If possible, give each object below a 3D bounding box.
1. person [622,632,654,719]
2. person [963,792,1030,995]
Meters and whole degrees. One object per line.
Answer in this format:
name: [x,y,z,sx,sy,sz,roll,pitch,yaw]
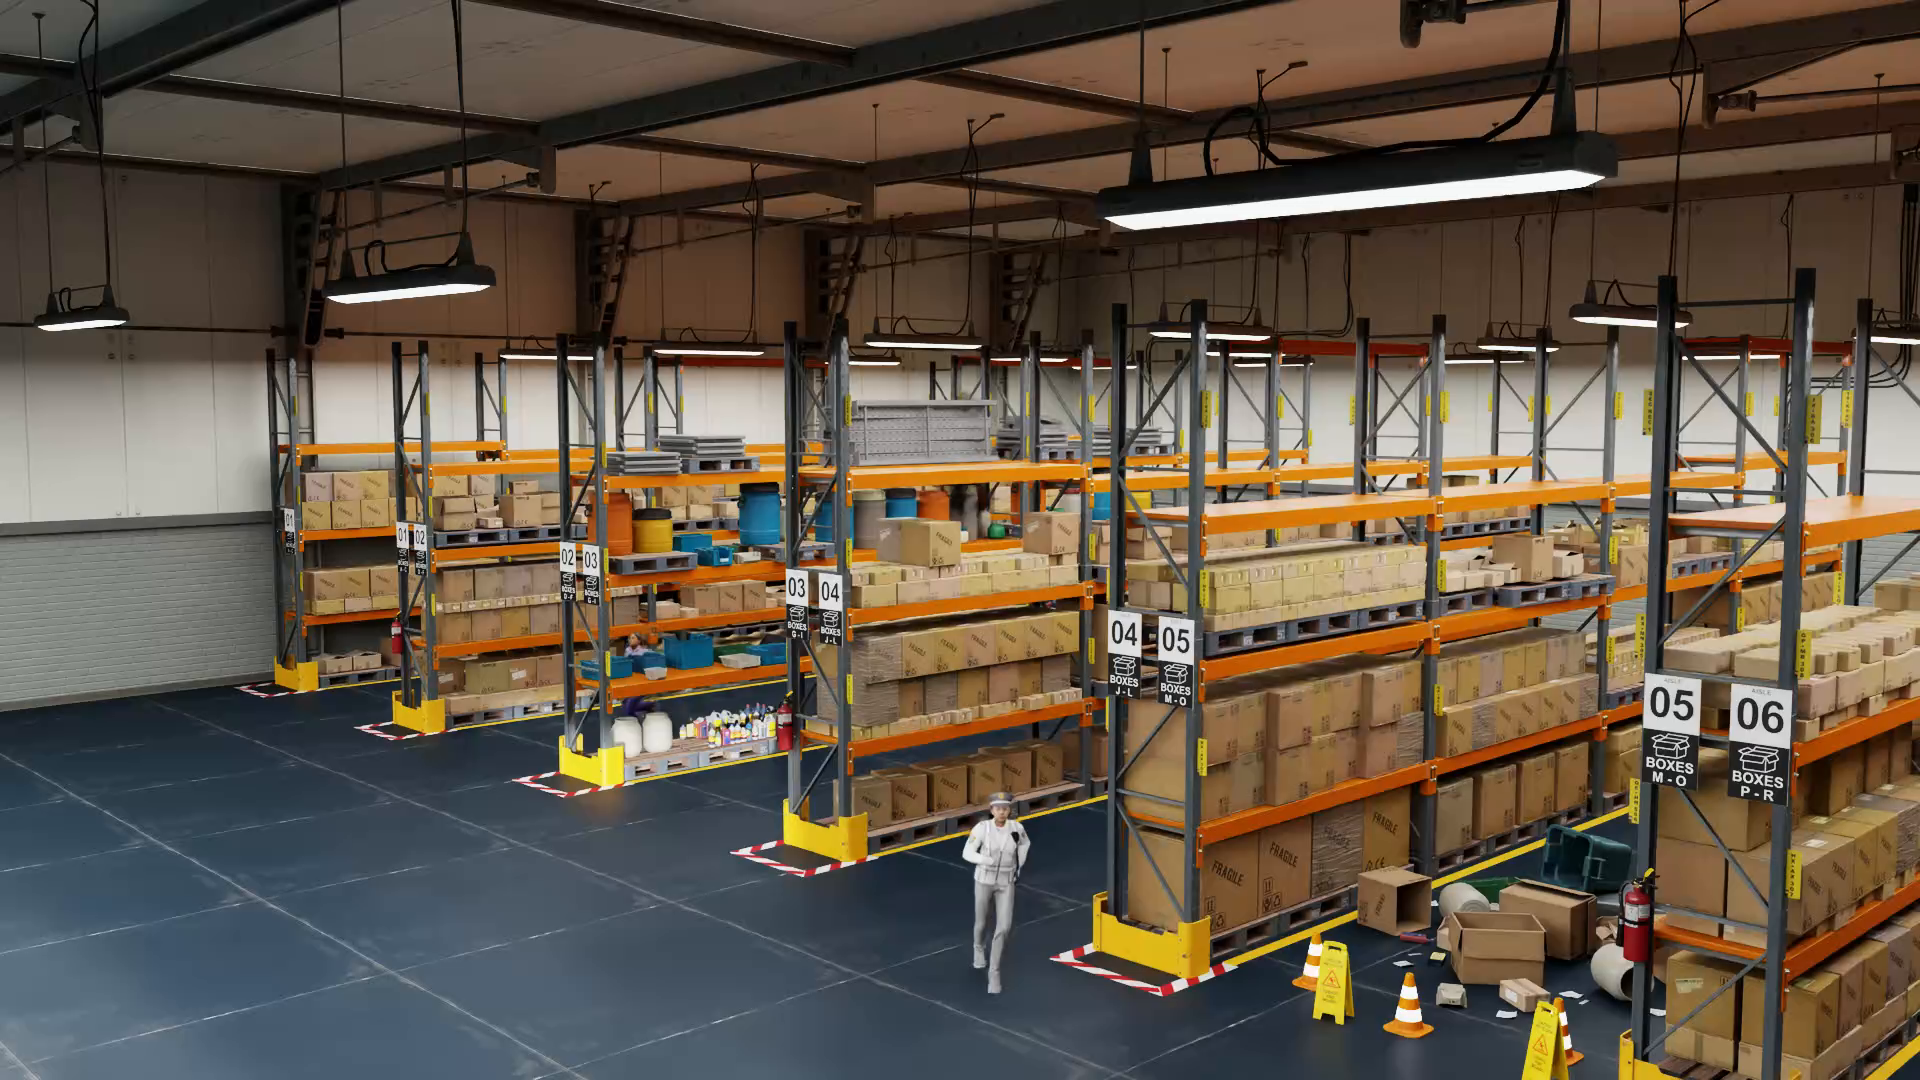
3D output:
person: [-4.904,2.209,25.295,0.606,1.607,0.806,3,6,35]
person: [0.327,3.060,14.688,0.613,1.756,0.767,0,5,-3]
